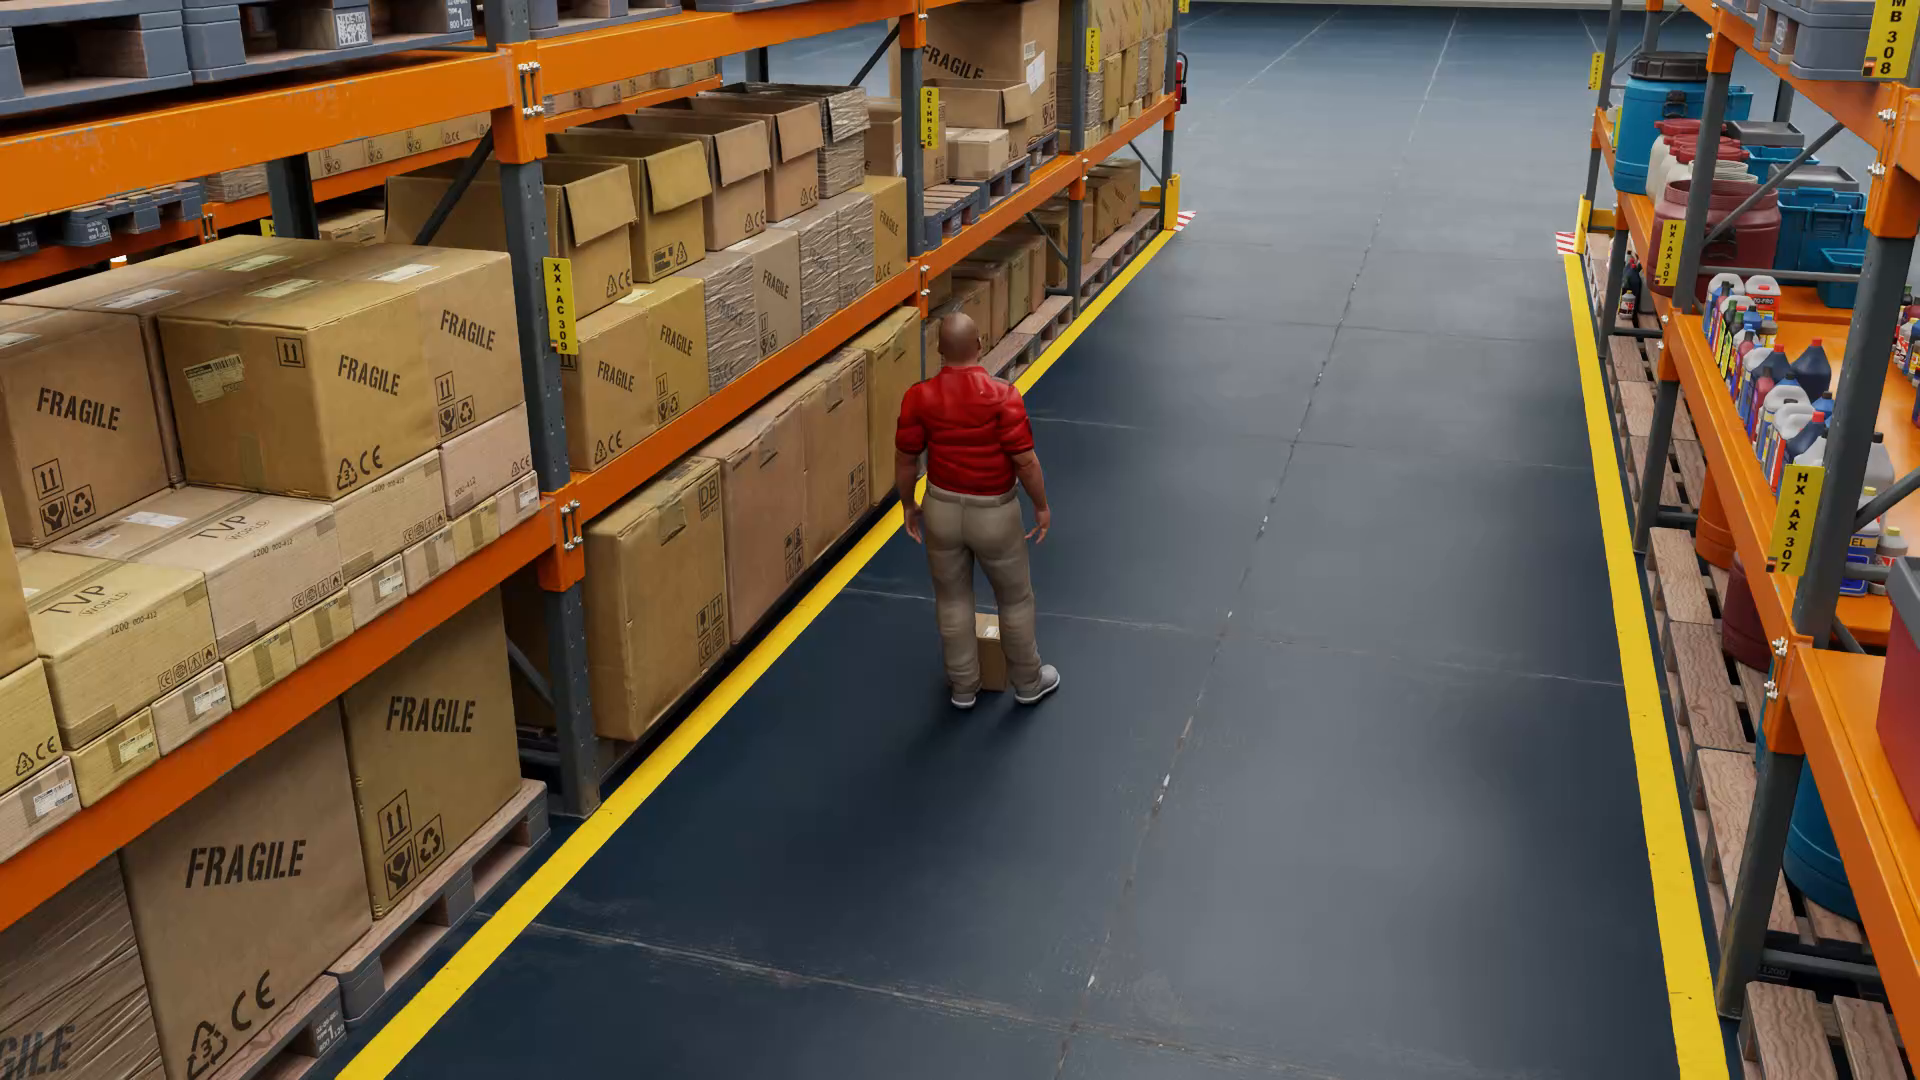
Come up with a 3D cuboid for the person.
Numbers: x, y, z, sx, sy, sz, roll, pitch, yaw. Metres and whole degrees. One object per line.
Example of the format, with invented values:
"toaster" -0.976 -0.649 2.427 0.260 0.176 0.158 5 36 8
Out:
"person" 0.079 -0.126 6.902 0.640 1.727 0.551 6 22 14
